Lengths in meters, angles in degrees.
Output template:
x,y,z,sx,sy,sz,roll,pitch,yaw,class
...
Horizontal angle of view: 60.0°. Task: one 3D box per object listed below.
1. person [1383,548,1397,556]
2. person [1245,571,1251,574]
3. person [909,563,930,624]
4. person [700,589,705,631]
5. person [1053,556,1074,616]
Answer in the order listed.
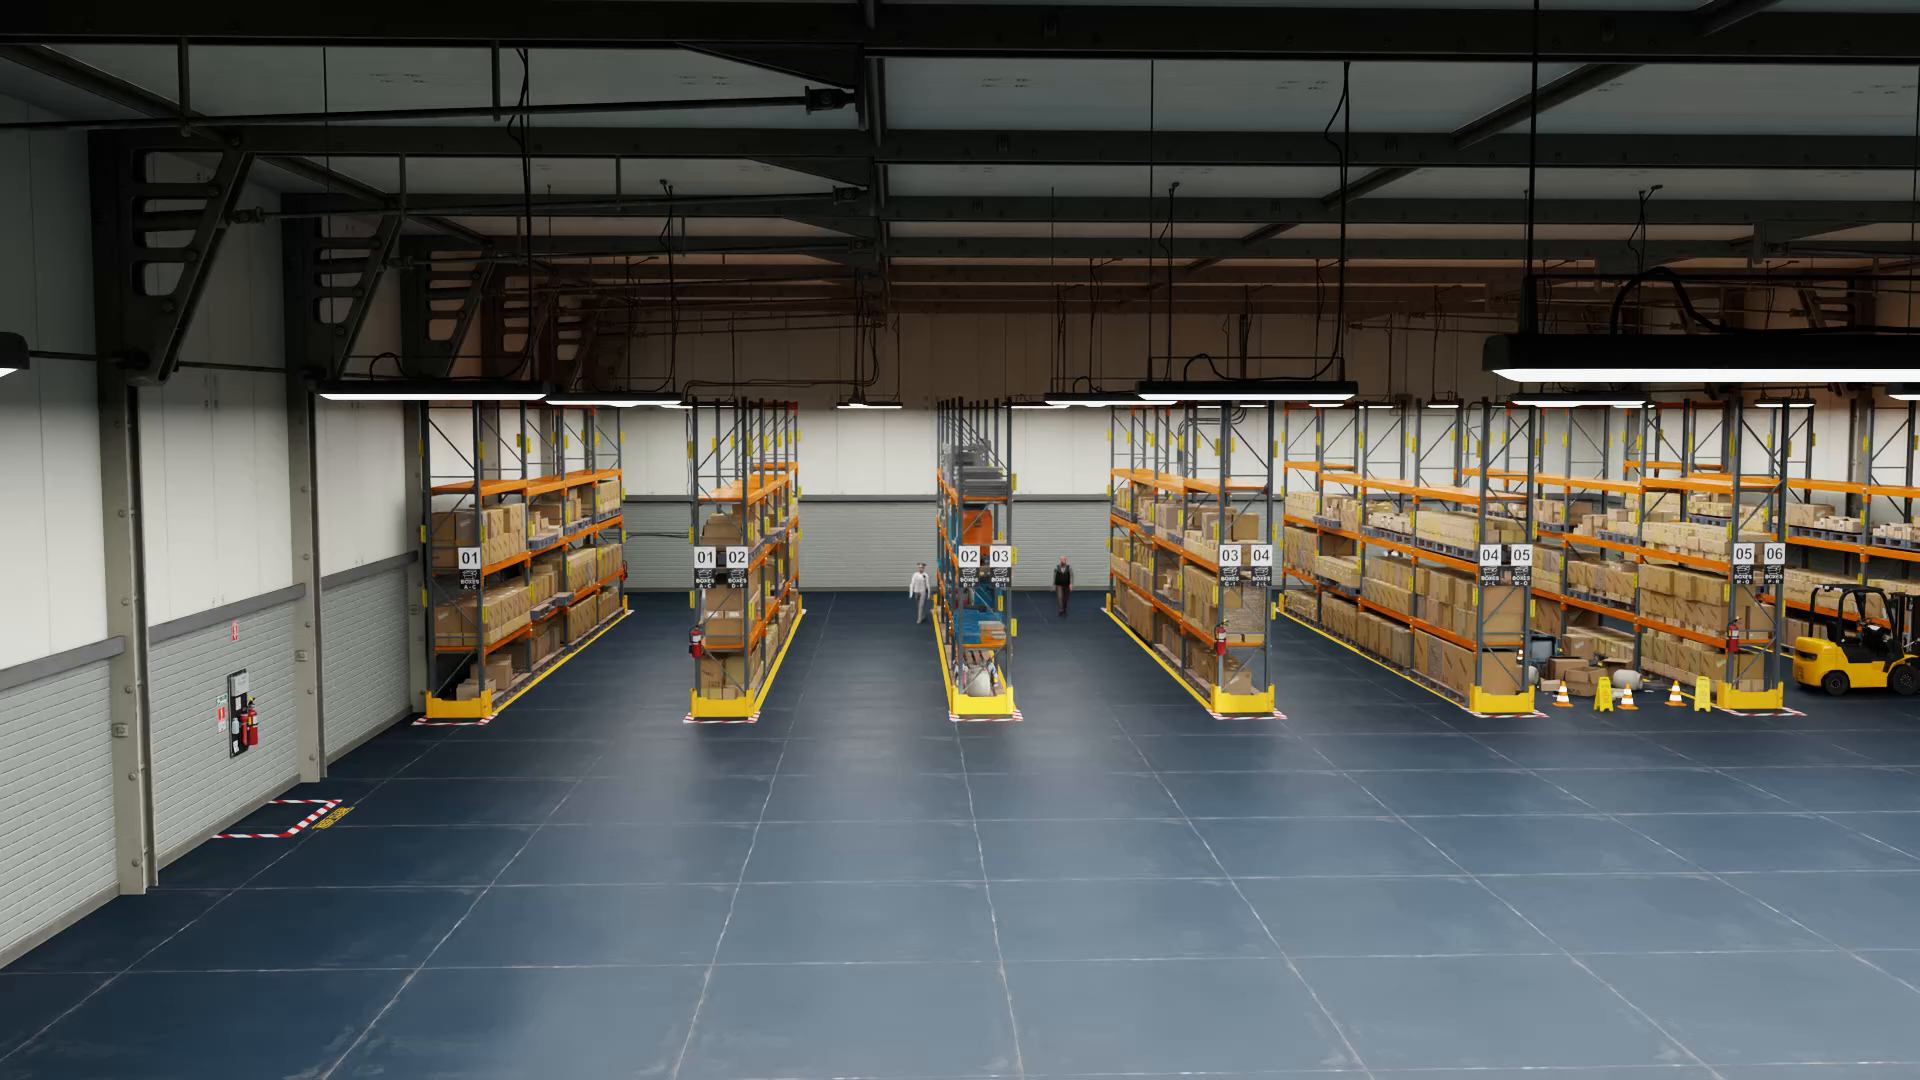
x,y,z,sx,sy,sz,roll,pitch,yaw,class
13.155,0.923,50.842,1.019,1.724,0.525,-2,5,-26,person
7.992,1.258,46.214,0.557,1.809,0.510,0,4,5,person
-1.080,1.419,44.977,0.502,1.632,0.960,2,5,19,person
-6.535,1.583,43.021,0.549,1.646,0.656,0,4,1,person
2.906,1.280,46.501,0.550,1.651,1.082,-1,4,-7,person
